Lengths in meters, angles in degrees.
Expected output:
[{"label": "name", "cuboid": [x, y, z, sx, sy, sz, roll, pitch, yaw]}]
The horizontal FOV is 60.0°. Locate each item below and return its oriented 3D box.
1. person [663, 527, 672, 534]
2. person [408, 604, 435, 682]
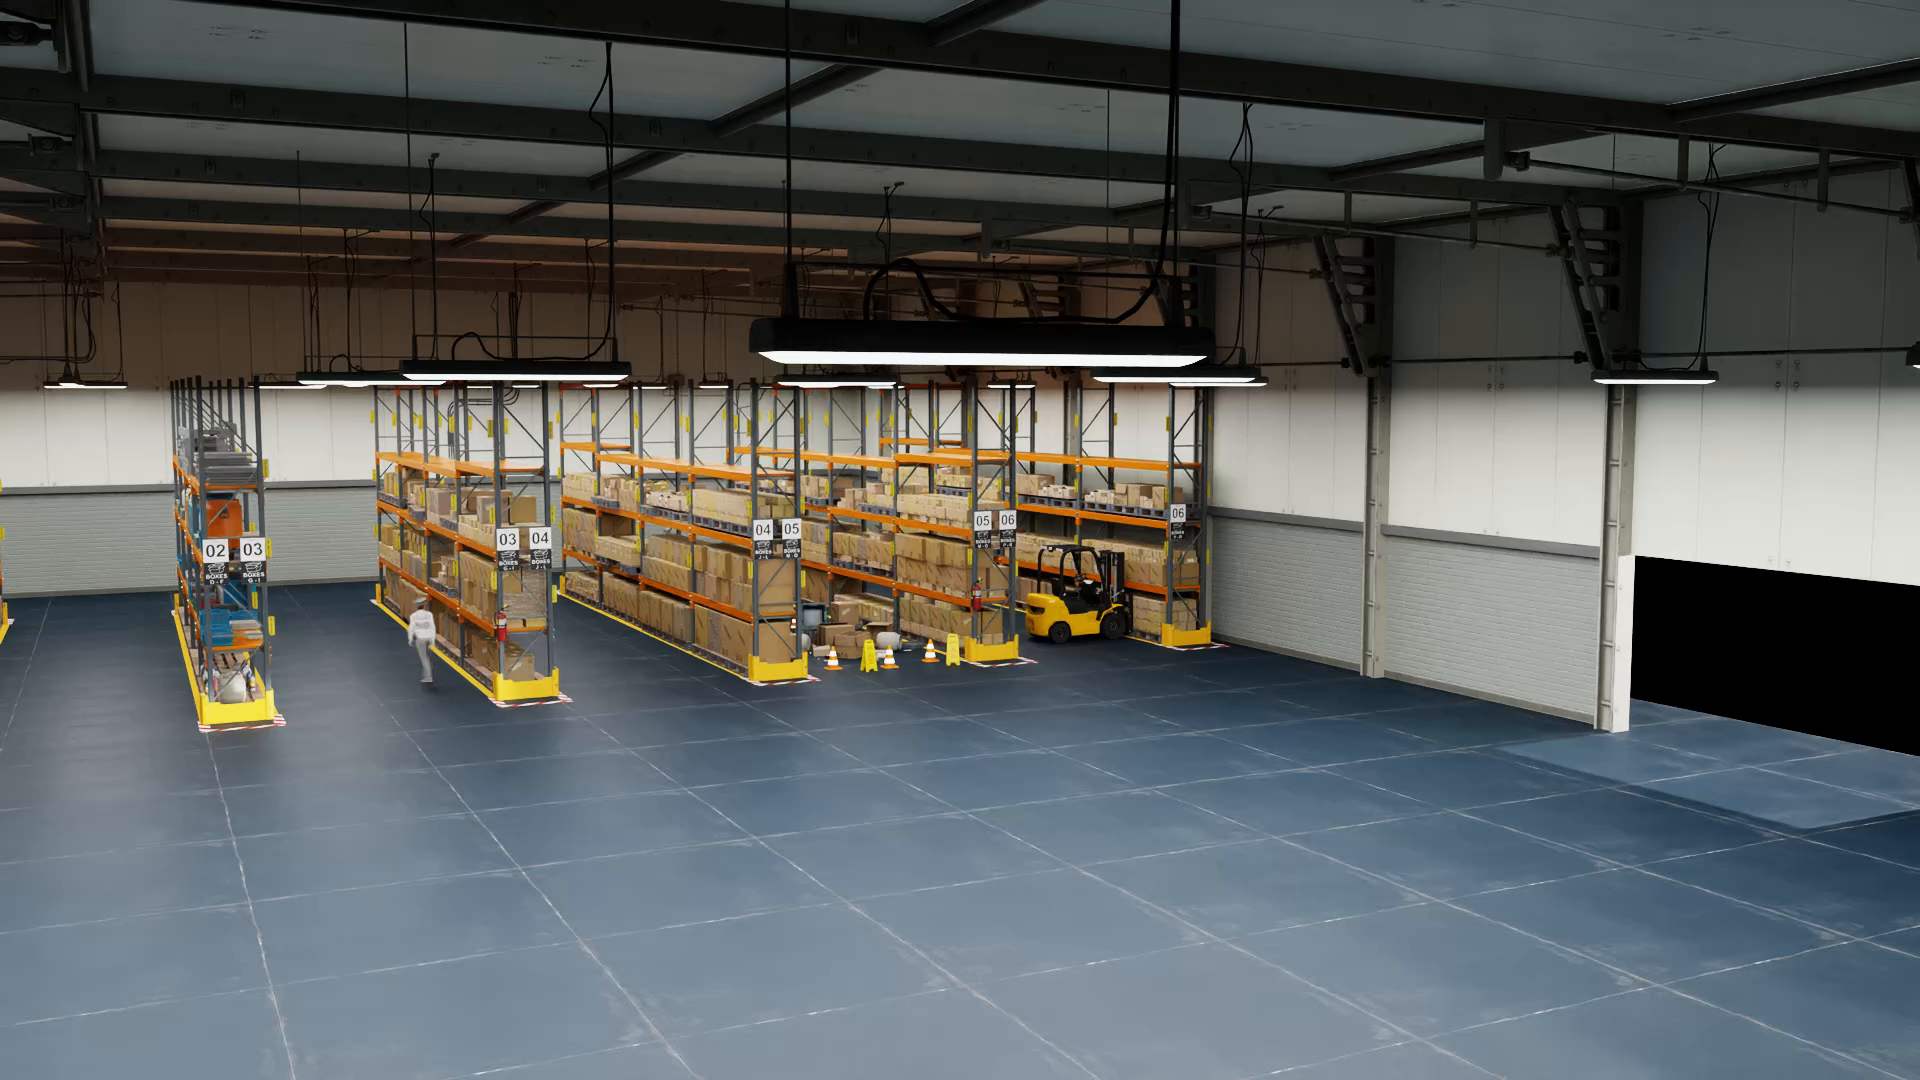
[{"label": "person", "cuboid": [-8.888, 0.445, 50.457, 0.505, 1.678, 0.533, -1, 5, -15]}, {"label": "person", "cuboid": [-10.580, 2.009, 32.724, 0.521, 1.712, 0.476, 3, 6, 28]}]
